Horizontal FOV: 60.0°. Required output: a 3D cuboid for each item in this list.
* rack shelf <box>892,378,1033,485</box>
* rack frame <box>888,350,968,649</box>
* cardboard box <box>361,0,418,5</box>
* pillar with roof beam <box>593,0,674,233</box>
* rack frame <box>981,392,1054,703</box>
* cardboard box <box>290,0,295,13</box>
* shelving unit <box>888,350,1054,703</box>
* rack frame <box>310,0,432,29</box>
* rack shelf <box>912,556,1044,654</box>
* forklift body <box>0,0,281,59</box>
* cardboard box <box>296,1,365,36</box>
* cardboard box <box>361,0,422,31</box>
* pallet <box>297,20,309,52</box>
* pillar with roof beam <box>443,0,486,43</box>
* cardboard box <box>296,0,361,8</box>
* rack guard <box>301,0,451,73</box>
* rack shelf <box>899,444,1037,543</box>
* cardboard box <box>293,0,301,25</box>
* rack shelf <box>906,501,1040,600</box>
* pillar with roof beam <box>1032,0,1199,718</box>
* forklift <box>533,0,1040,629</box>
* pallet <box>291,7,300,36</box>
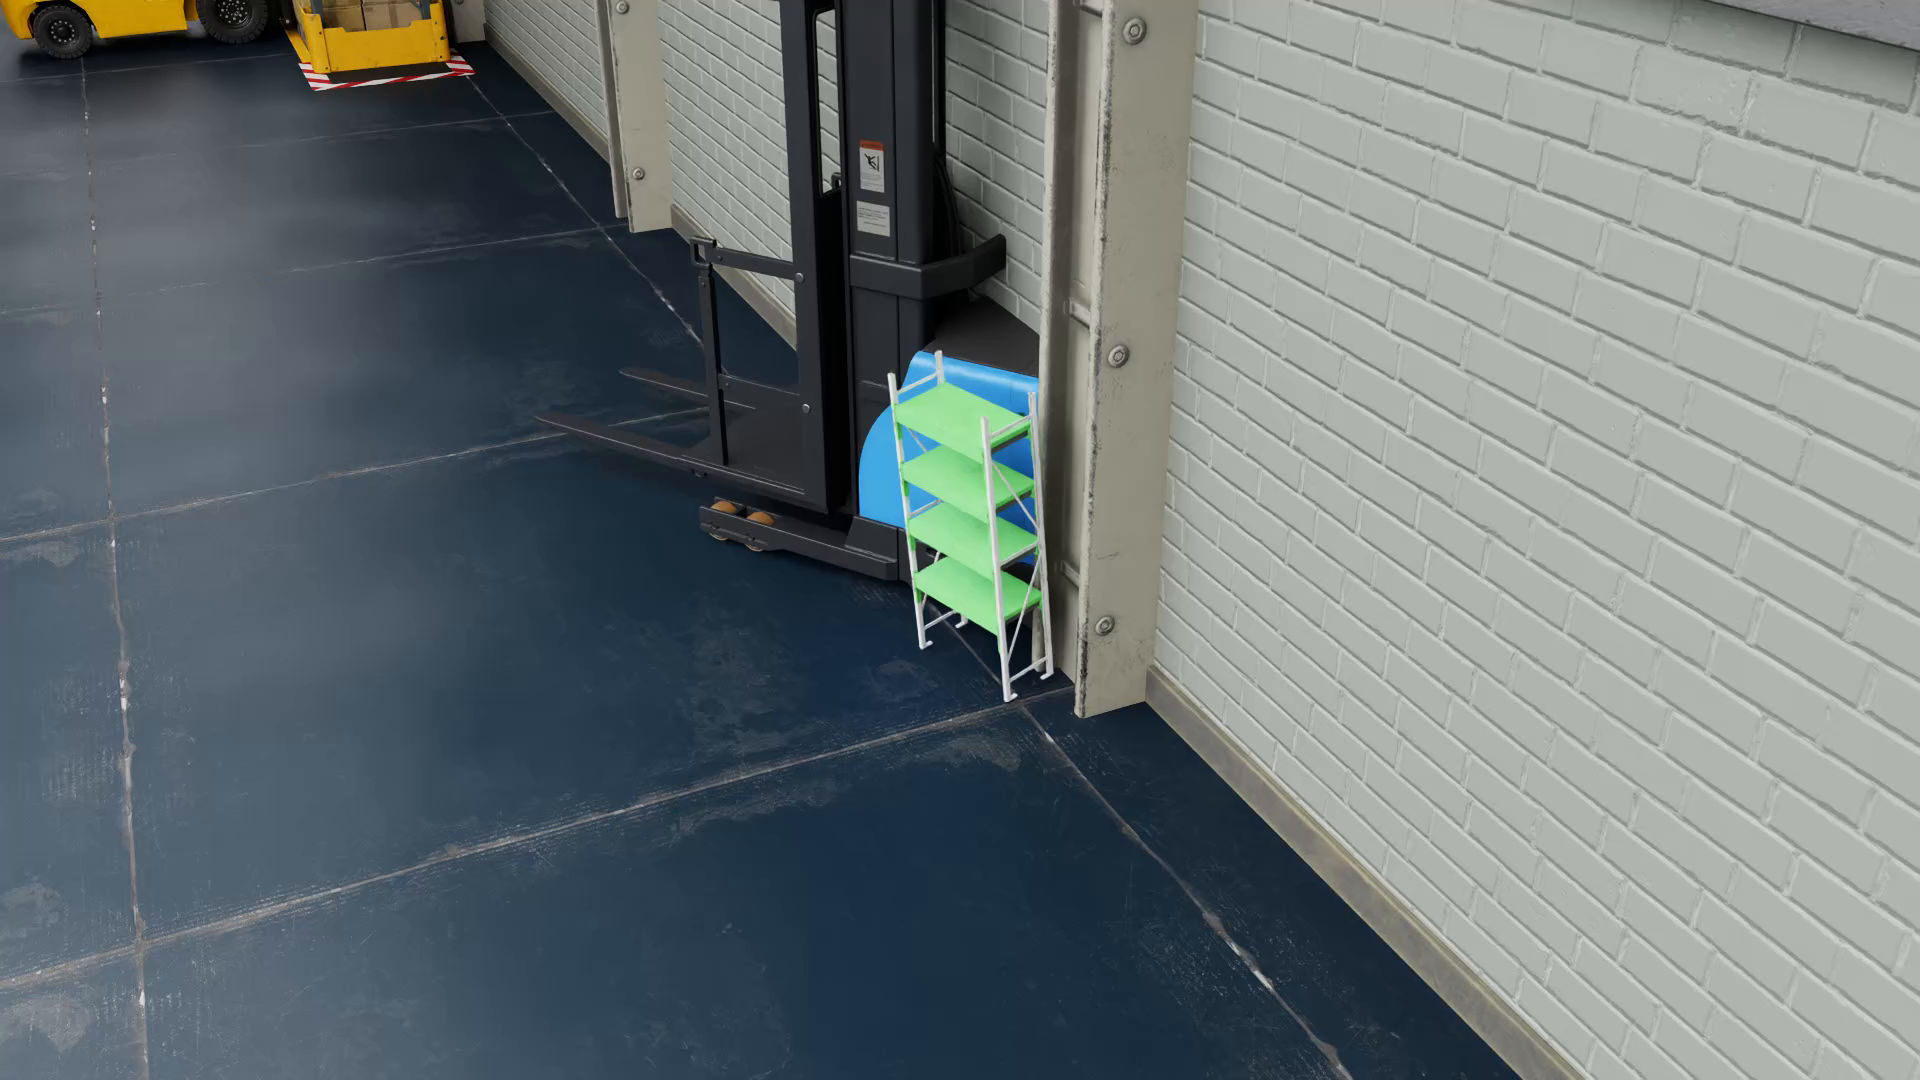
[{"bbox_3d":[0.016,-0.387,5.841,0.258,0.148,0.480,-29,39,-32],"label":"rack shelf"},{"bbox_3d":[-0.111,-0.128,6.227,0.240,1.200,0.015,-29,39,-32],"label":"rack frame"},{"bbox_3d":[-5.185,-5.031,15.026,0.500,0.250,0.500,-12,32,-21],"label":"cardboard box"},{"bbox_3d":[-5.968,-5.137,7.210,9.100,9.000,0.400,-13,32,-22],"label":"pillar with roof beam"},{"bbox_3d":[0.211,0.049,5.906,0.240,1.200,0.015,-29,39,-32],"label":"rack frame"},{"bbox_3d":[-6.069,-5.147,15.745,0.500,0.250,0.500,-13,32,-21],"label":"cardboard box"},{"bbox_3d":[0.050,-0.039,6.067,0.258,1.200,0.503,-29,39,-32],"label":"shelving unit"},{"bbox_3d":[-5.171,-5.578,14.130,1.000,3.000,0.127,-13,32,-22],"label":"rack frame"},{"bbox_3d":[0.075,0.215,6.231,0.258,0.148,0.480,-29,39,-32],"label":"rack shelf"},{"bbox_3d":[-7.632,-5.662,15.149,2.313,2.155,1.214,-13,32,-22],"label":"forklift body"},{"bbox_3d":[-5.658,-4.703,14.952,0.500,0.250,0.500,-13,32,-22],"label":"cardboard box"},{"bbox_3d":[-5.205,-4.820,15.160,0.500,0.250,0.500,-13,32,-22],"label":"cardboard box"},{"bbox_3d":[-5.537,-4.691,15.399,1.003,0.211,1.213,-13,32,-22],"label":"pallet"},{"bbox_3d":[-8.544,-7.787,11.937,9.100,9.000,0.400,-13,32,-22],"label":"pillar with roof beam"},{"bbox_3d":[-5.662,-4.929,14.844,0.500,0.250,0.500,-14,32,-23],"label":"cardboard box"},{"bbox_3d":[-5.160,-4.477,14.723,1.175,0.500,0.348,-13,32,-22],"label":"rack guard"},{"bbox_3d":[0.036,-0.187,5.971,0.258,0.148,0.480,-29,39,-32],"label":"rack shelf"},{"bbox_3d":[-5.863,-4.925,15.347,0.500,0.250,0.500,-13,32,-22],"label":"cardboard box"},{"bbox_3d":[0.055,0.014,6.101,0.258,0.148,0.480,-29,39,-32],"label":"rack shelf"},{"bbox_3d":[-3.392,-2.487,2.484,9.100,9.000,0.400,-13,32,-22],"label":"pillar with roof beam"},{"bbox_3d":[-0.541,-1.434,6.811,3.031,2.935,1.130,16,33,26],"label":"forklift"},{"bbox_3d":[-6.056,-5.229,16.359,1.003,0.211,1.213,-13,32,-22],"label":"pallet"}]
